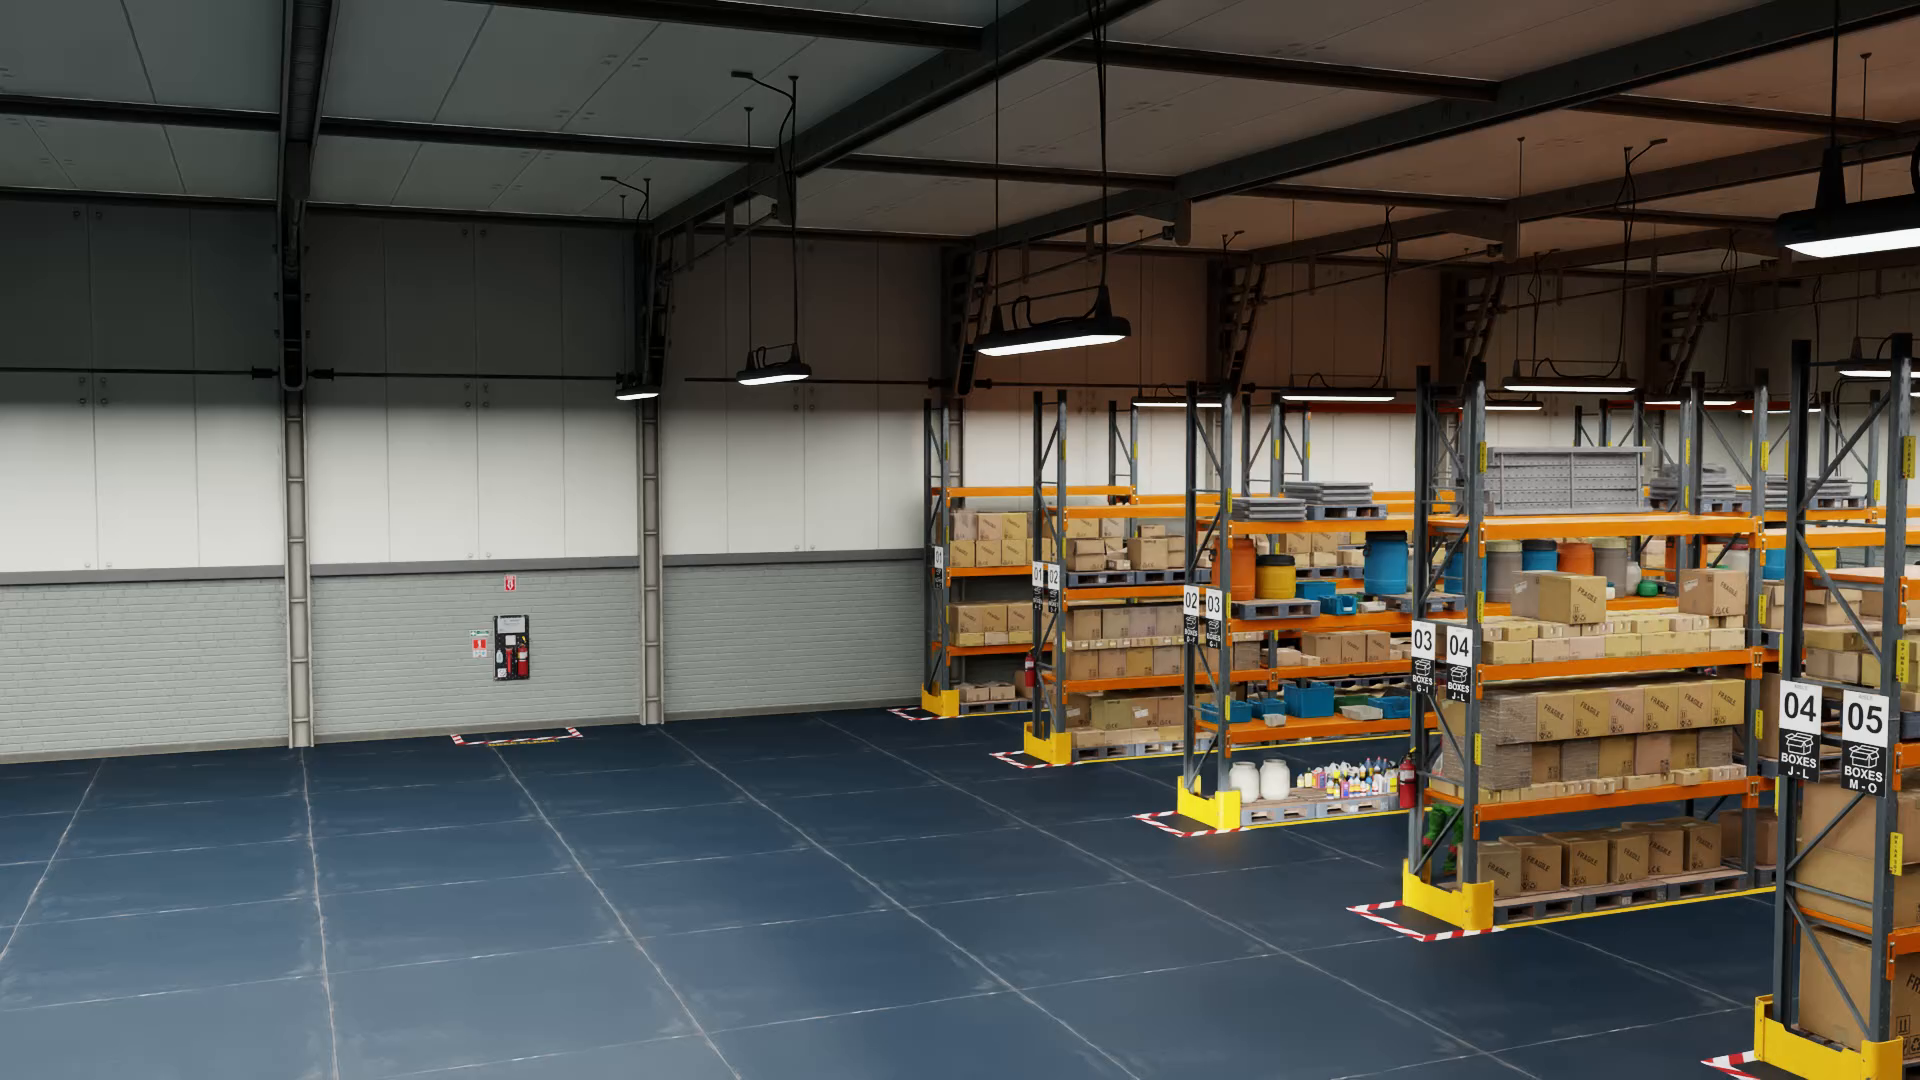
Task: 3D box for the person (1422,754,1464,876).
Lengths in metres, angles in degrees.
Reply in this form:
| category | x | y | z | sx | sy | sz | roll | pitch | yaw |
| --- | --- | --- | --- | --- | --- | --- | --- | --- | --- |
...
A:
| category | x | y | z | sx | sy | sz | roll | pitch | yaw |
| --- | --- | --- | --- | --- | --- | --- | --- | --- | --- |
| person | 5.811 | 3.149 | 19.818 | 0.857 | 1.701 | 0.620 | -2 | 4 | -31 |
